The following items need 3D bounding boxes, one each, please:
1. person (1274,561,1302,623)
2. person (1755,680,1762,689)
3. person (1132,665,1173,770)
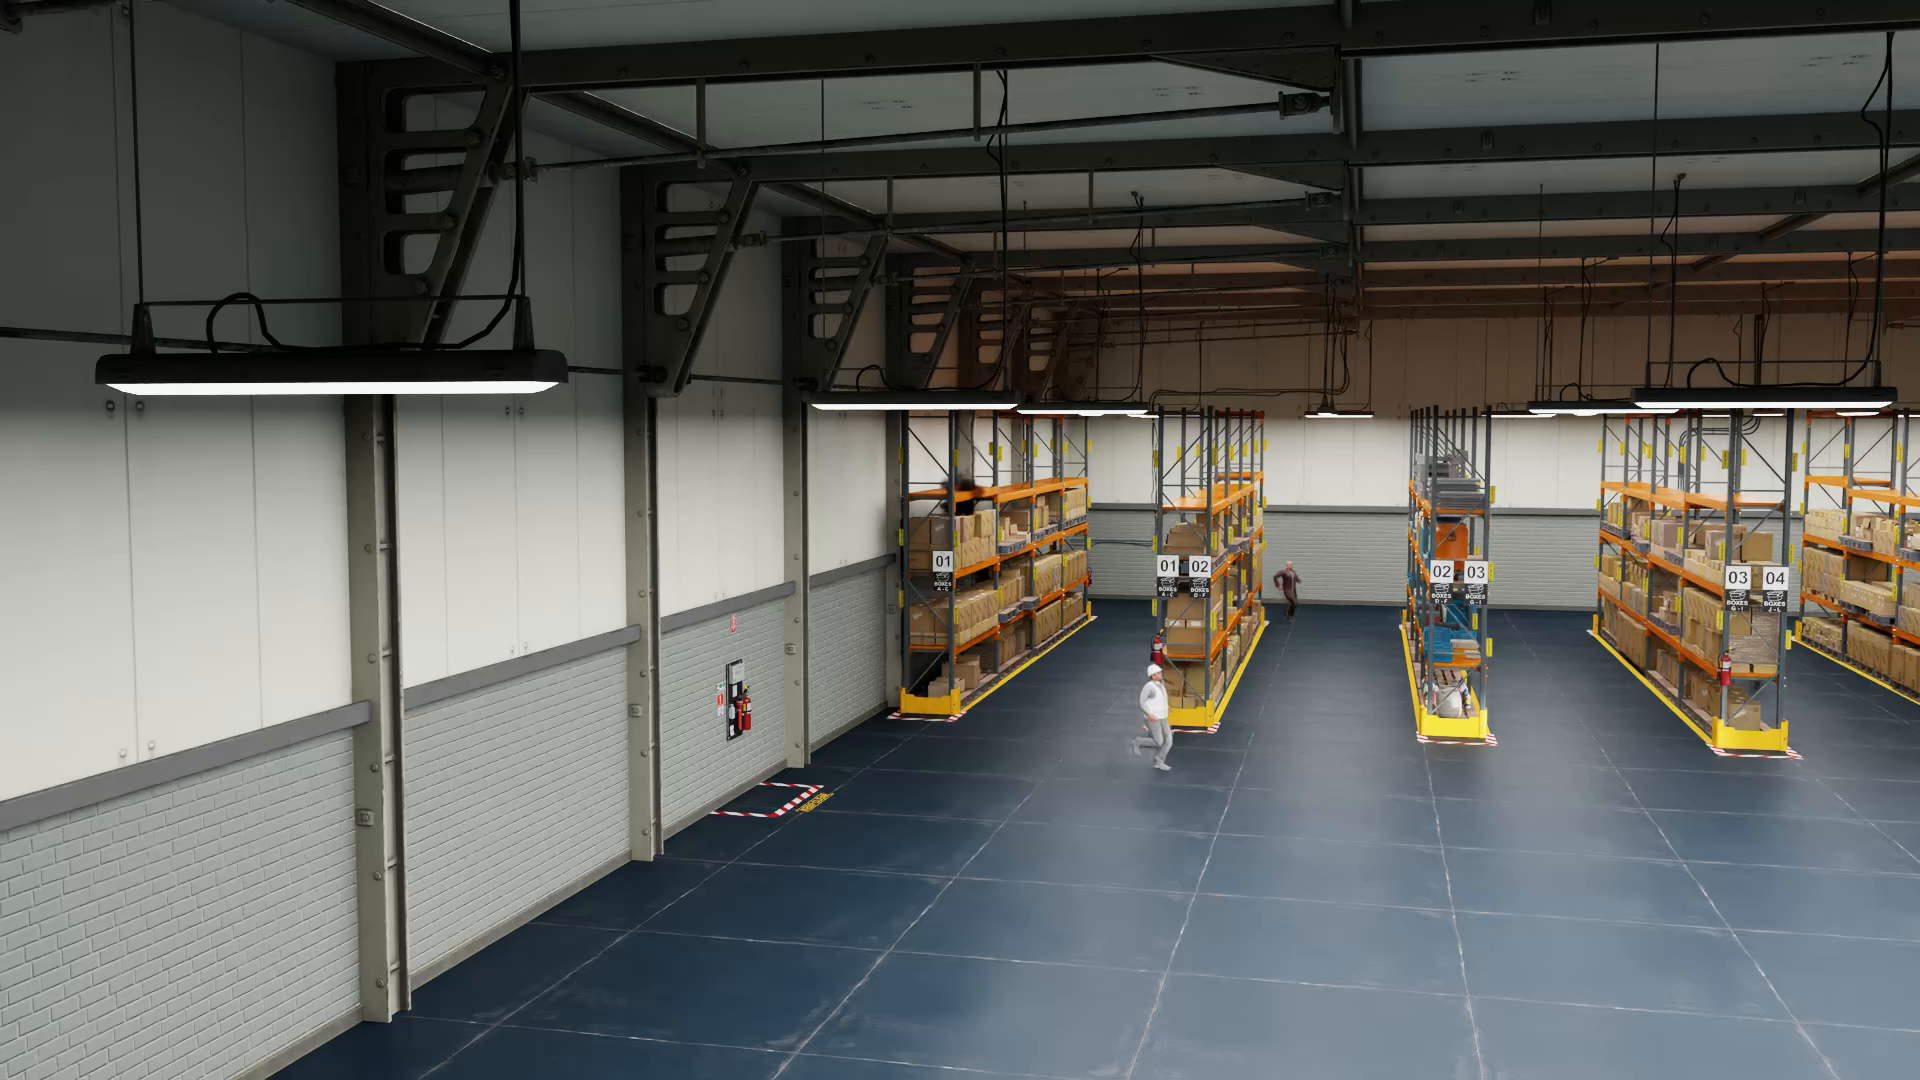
[{"bbox_3d":[9.312,1.478,47.057,0.841,1.774,0.711,-3,5,-37],"label":"person"},{"bbox_3d":[17.230,2.294,35.775,0.649,1.741,0.827,1,4,18],"label":"person"},{"bbox_3d":[3.183,2.910,27.378,0.643,1.729,0.678,3,5,37],"label":"person"}]
